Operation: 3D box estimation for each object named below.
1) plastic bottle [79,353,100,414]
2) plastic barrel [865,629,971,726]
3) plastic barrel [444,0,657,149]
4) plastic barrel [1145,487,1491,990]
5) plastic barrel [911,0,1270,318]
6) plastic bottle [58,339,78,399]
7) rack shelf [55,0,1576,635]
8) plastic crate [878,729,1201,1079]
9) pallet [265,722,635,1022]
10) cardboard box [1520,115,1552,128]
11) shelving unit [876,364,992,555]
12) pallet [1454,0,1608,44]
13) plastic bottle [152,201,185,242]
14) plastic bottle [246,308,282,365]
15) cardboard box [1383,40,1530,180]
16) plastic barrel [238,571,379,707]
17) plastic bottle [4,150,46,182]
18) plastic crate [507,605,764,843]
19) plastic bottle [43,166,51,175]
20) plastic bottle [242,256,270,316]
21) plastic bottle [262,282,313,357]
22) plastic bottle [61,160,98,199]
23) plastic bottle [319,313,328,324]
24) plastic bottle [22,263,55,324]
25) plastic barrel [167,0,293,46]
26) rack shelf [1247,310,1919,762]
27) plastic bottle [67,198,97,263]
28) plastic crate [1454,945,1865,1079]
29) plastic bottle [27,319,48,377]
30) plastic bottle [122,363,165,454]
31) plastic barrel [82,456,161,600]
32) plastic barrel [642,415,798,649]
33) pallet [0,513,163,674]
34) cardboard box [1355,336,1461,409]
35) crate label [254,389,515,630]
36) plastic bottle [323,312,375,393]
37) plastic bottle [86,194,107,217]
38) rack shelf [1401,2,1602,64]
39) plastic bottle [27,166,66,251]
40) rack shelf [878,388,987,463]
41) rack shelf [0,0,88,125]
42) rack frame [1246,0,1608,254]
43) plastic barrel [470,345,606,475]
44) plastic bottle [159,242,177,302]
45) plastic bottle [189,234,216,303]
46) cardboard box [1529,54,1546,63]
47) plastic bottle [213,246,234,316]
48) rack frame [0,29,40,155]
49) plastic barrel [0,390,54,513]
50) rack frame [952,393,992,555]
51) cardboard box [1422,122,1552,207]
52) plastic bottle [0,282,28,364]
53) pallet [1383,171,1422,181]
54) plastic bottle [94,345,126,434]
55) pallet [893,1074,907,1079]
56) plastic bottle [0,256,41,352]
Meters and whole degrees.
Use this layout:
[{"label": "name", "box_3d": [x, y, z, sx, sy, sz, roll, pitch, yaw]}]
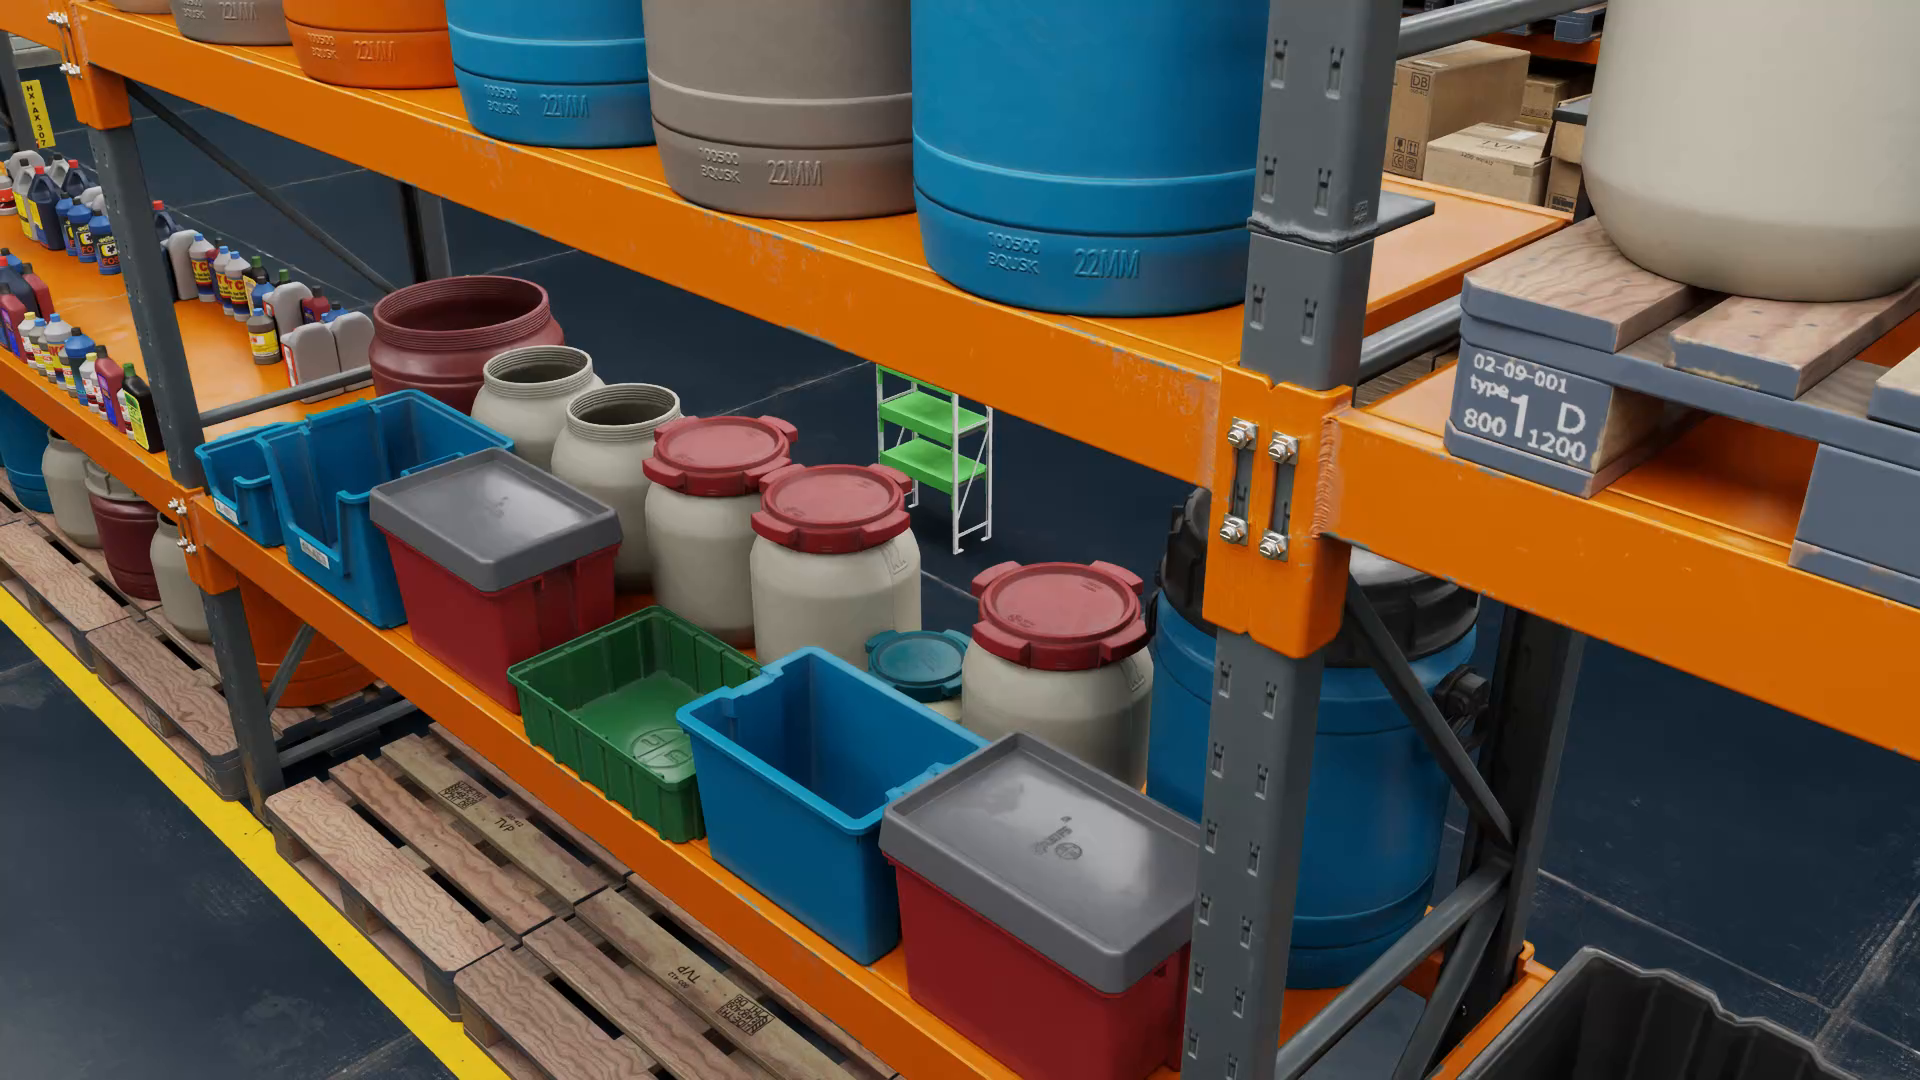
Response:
[{"label": "plastic bottle", "box_3d": [-3.000, -0.551, 5.789, 0.097, 0.201, 0.097, 0, 28, 0]}, {"label": "plastic barrel", "box_3d": [-0.093, 0.385, 3.943, 0.301, 0.262, 0.301, 0, 28, 0]}, {"label": "plastic barrel", "box_3d": [-0.704, -1.263, 3.168, 0.708, 0.901, 0.600, 25, 36, 38]}, {"label": "plastic barrel", "box_3d": [0.680, 0.358, 3.307, 0.708, 0.901, 0.600, 25, 36, 38]}, {"label": "plastic barrel", "box_3d": [0.228, -0.836, 2.356, 0.708, 0.901, 0.600, 25, 36, 38]}, {"label": "plastic bottle", "box_3d": [-3.139, -0.615, 5.910, 0.097, 0.201, 0.097, 0, 28, 0]}, {"label": "rack shelf", "box_3d": [-0.683, -0.855, 3.703, 4.000, 0.370, 1.077, 25, 36, 38]}, {"label": "plastic crate", "box_3d": [0.183, 0.722, 3.085, 0.583, 0.464, 0.402, 25, 36, 38]}, {"label": "pallet", "box_3d": [-1.584, 1.002, 5.618, 1.213, 0.211, 1.003, 25, 36, 38]}, {"label": "cardboard box", "box_3d": [4.260, -2.962, 12.396, 0.500, 0.500, 0.500, 24, 36, 38]}, {"label": "shelving unit", "box_3d": [-0.118, -0.585, 7.573, 0.503, 1.200, 0.258, 25, 36, 38]}, {"label": "pallet", "box_3d": [4.330, -3.867, 12.088, 1.003, 0.211, 1.213, 25, 36, 38]}, {"label": "plastic bottle", "box_3d": [-3.291, -1.231, 6.921, 0.185, 0.351, 0.144, 25, 36, 38]}, {"label": "plastic bottle", "box_3d": [-2.595, -0.762, 6.190, 0.097, 0.201, 0.097, 0, 28, 0]}, {"label": "cardboard box", "box_3d": [2.245, -2.060, 7.886, 0.700, 0.500, 0.500, -19, 33, -32]}, {"label": "plastic barrel", "box_3d": [-2.470, 0.122, 6.175, 0.708, 0.830, 0.600, 25, 36, 38]}, {"label": "plastic bottle", "box_3d": [-4.454, -1.727, 7.945, 0.135, 0.276, 0.152, 25, 36, 38]}, {"label": "plastic crate", "box_3d": [-0.697, 0.426, 3.944, 0.662, 0.188, 0.450, 25, 36, 38]}, {"label": "plastic bottle", "box_3d": [-4.193, -1.608, 7.718, 0.135, 0.276, 0.152, 25, 36, 38]}, {"label": "plastic bottle", "box_3d": [-2.749, -0.980, 6.516, 0.133, 0.283, 0.061, 25, 36, 38]}, {"label": "plastic bottle", "box_3d": [-2.521, -0.843, 6.263, 0.135, 0.276, 0.152, 25, 36, 38]}, {"label": "plastic bottle", "box_3d": [-3.945, -1.530, 7.490, 0.185, 0.351, 0.144, 25, 36, 38]}, {"label": "plastic bottle", "box_3d": [-2.324, -0.737, 6.143, 0.097, 0.201, 0.097, 0, 28, 0]}, {"label": "plastic bottle", "box_3d": [-3.542, -0.918, 6.398, 0.133, 0.283, 0.061, 25, 36, 38]}, {"label": "plastic barrel", "box_3d": [-1.676, -1.708, 4.013, 0.600, 0.901, 0.600, 0, 28, 0]}, {"label": "rack shelf", "box_3d": [2.169, 0.450, 1.221, 4.000, 0.370, 1.077, 25, 36, 38]}, {"label": "plastic bottle", "box_3d": [-3.812, -1.350, 7.233, 0.097, 0.271, 0.097, 0, 28, 0]}, {"label": "plastic crate", "box_3d": [1.027, 1.047, 2.602, 0.504, 0.338, 0.767, 25, 36, 38]}, {"label": "plastic bottle", "box_3d": [-3.347, -0.710, 6.091, 0.097, 0.201, 0.097, 0, 28, 0]}, {"label": "plastic bottle", "box_3d": [-2.697, -0.437, 5.483, 0.133, 0.283, 0.061, 25, 36, 38]}, {"label": "plastic barrel", "box_3d": [-3.275, -0.139, 6.932, 0.708, 0.588, 0.600, 25, 36, 38]}, {"label": "plastic barrel", "box_3d": [-0.617, -0.019, 4.417, 0.433, 0.535, 0.433, 0, 28, 0]}, {"label": "pallet", "box_3d": [-3.566, 0.095, 7.343, 1.213, 0.211, 1.003, 25, 36, 38]}, {"label": "cardboard box", "box_3d": [2.260, -0.842, 8.341, 0.500, 0.500, 0.700, 21, 34, 34]}, {"label": "crate label", "box_3d": [-1.590, -0.100, 4.679, 0.616, 0.435, 0.502, 25, 36, 38]}, {"label": "plastic bottle", "box_3d": [-2.191, -0.692, 5.976, 0.135, 0.276, 0.152, 25, 36, 38]}, {"label": "plastic bottle", "box_3d": [-3.738, -1.399, 7.322, 0.135, 0.276, 0.152, 25, 36, 38]}, {"label": "rack shelf", "box_3d": [3.487, -4.089, 13.077, 4.000, 0.370, 1.077, 25, 36, 38]}, {"label": "plastic bottle", "box_3d": [-4.046, -1.482, 7.399, 0.185, 0.351, 0.144, 25, 36, 38]}, {"label": "rack shelf", "box_3d": [-0.118, -0.529, 7.603, 0.480, 0.148, 0.258, 25, 36, 38]}, {"label": "rack shelf", "box_3d": [-3.535, -2.160, 6.185, 4.000, 0.370, 1.077, 25, 36, 38]}, {"label": "rack frame", "box_3d": [0.743, -1.848, 1.596, 0.127, 3.000, 1.000, 25, 36, 38]}, {"label": "plastic barrel", "box_3d": [-1.226, -0.283, 4.945, 0.421, 0.512, 0.421, 0, 28, 0]}, {"label": "plastic bottle", "box_3d": [-3.302, -1.136, 6.741, 0.185, 0.351, 0.144, 25, 36, 38]}, {"label": "plastic bottle", "box_3d": [-3.078, -1.113, 6.783, 0.097, 0.271, 0.097, 0, 28, 0]}, {"label": "cardboard box", "box_3d": [4.229, -3.637, 12.873, 0.500, 0.250, 0.500, 24, 36, 38]}, {"label": "plastic bottle", "box_3d": [-2.914, -1.038, 6.640, 0.097, 0.271, 0.097, 0, 28, 0]}, {"label": "rack frame", "box_3d": [-4.961, -1.803, 7.957, 0.127, 3.000, 1.000, 25, 36, 38]}, {"label": "plastic barrel", "box_3d": [-4.081, -0.646, 7.560, 0.708, 0.901, 0.600, 25, 36, 38]}, {"label": "rack frame", "box_3d": [0.056, -0.505, 7.422, 0.015, 1.200, 0.240, 25, 36, 38]}, {"label": "cardboard box", "box_3d": [2.397, -1.638, 7.352, 0.500, 0.250, 0.500, 23, 36, 37]}, {"label": "plastic bottle", "box_3d": [-3.512, -0.810, 6.193, 0.133, 0.283, 0.061, 25, 36, 38]}, {"label": "pallet", "box_3d": [1.946, -1.860, 8.270, 1.003, 0.211, 1.213, 25, 36, 38]}, {"label": "plastic bottle", "box_3d": [-2.861, -0.512, 5.627, 0.133, 0.283, 0.061, 25, 36, 38]}, {"label": "pallet", "box_3d": [0.156, 1.798, 4.104, 1.213, 0.211, 1.003, 25, 36, 38]}, {"label": "plastic bottle", "box_3d": [-3.596, -0.905, 6.302, 0.185, 0.351, 0.144, 25, 36, 38]}]
